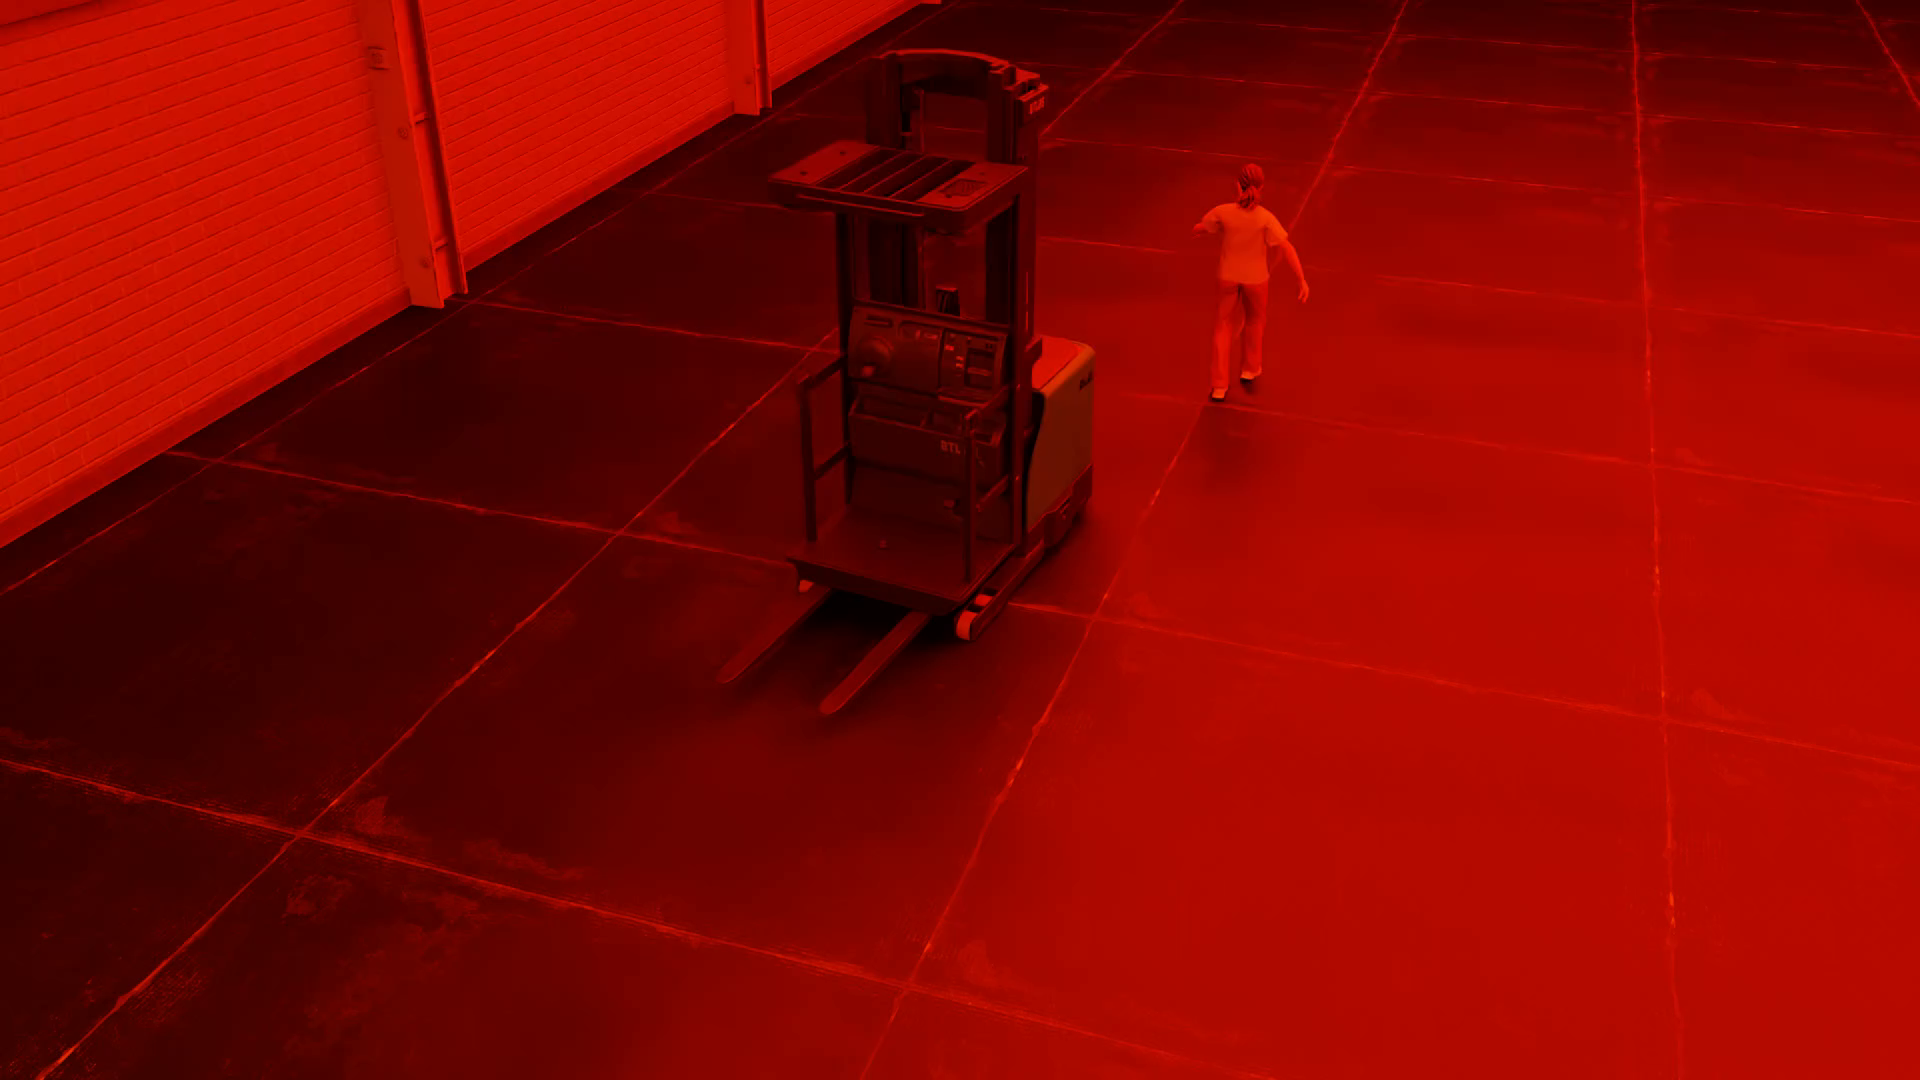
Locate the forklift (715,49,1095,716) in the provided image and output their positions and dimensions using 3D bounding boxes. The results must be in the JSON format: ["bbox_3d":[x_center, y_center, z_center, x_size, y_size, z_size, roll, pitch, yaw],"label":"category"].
[{"bbox_3d":[-0.275,-0.967,8.832,1.130,2.935,3.031,14,32,22],"label":"forklift"}]

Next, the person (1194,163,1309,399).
[{"bbox_3d":[2.026,-1.842,11.687,0.884,1.663,0.714,8,31,14],"label":"person"}]
